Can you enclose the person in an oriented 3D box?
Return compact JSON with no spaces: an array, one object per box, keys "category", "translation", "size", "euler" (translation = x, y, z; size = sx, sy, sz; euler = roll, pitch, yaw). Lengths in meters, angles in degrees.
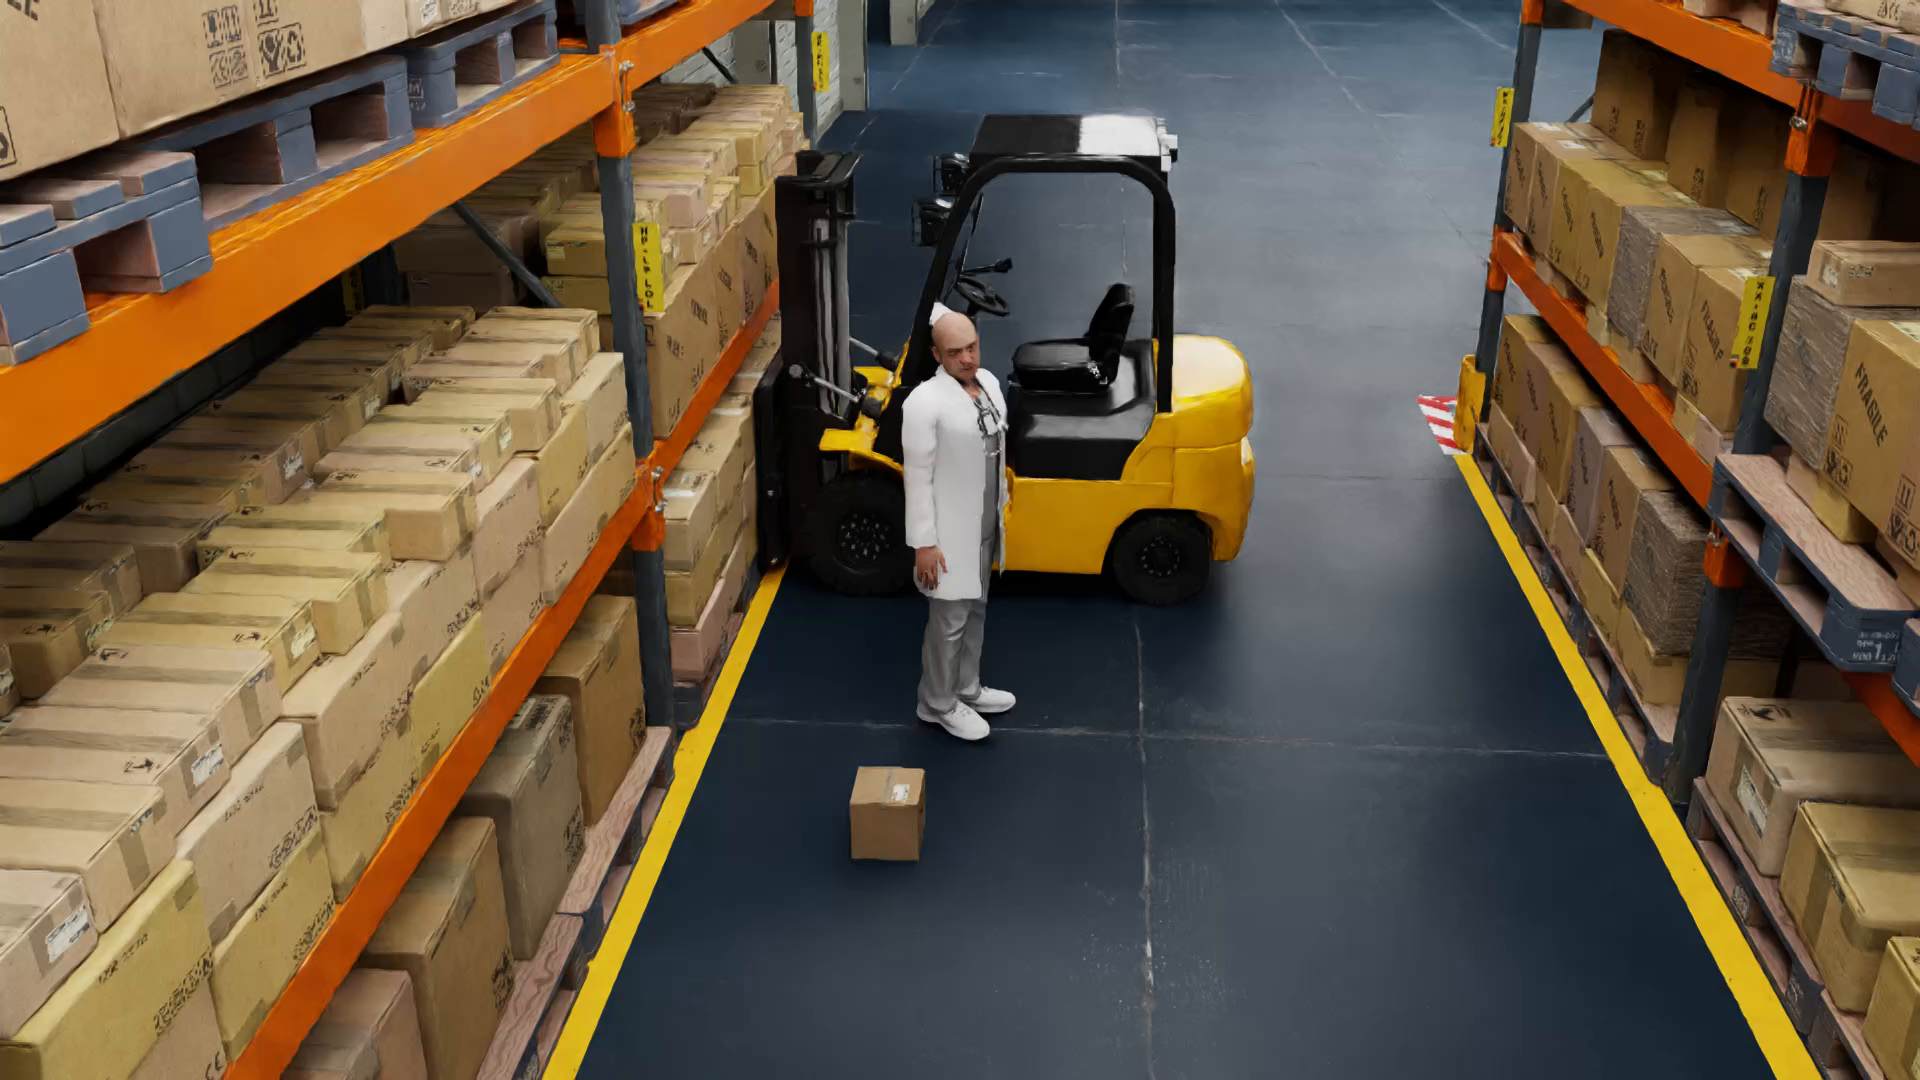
[{"category":"person","translation":[0.012,-0.051,6.683],"size":[0.375,1.781,0.646],"euler":[15,28,29]}]
